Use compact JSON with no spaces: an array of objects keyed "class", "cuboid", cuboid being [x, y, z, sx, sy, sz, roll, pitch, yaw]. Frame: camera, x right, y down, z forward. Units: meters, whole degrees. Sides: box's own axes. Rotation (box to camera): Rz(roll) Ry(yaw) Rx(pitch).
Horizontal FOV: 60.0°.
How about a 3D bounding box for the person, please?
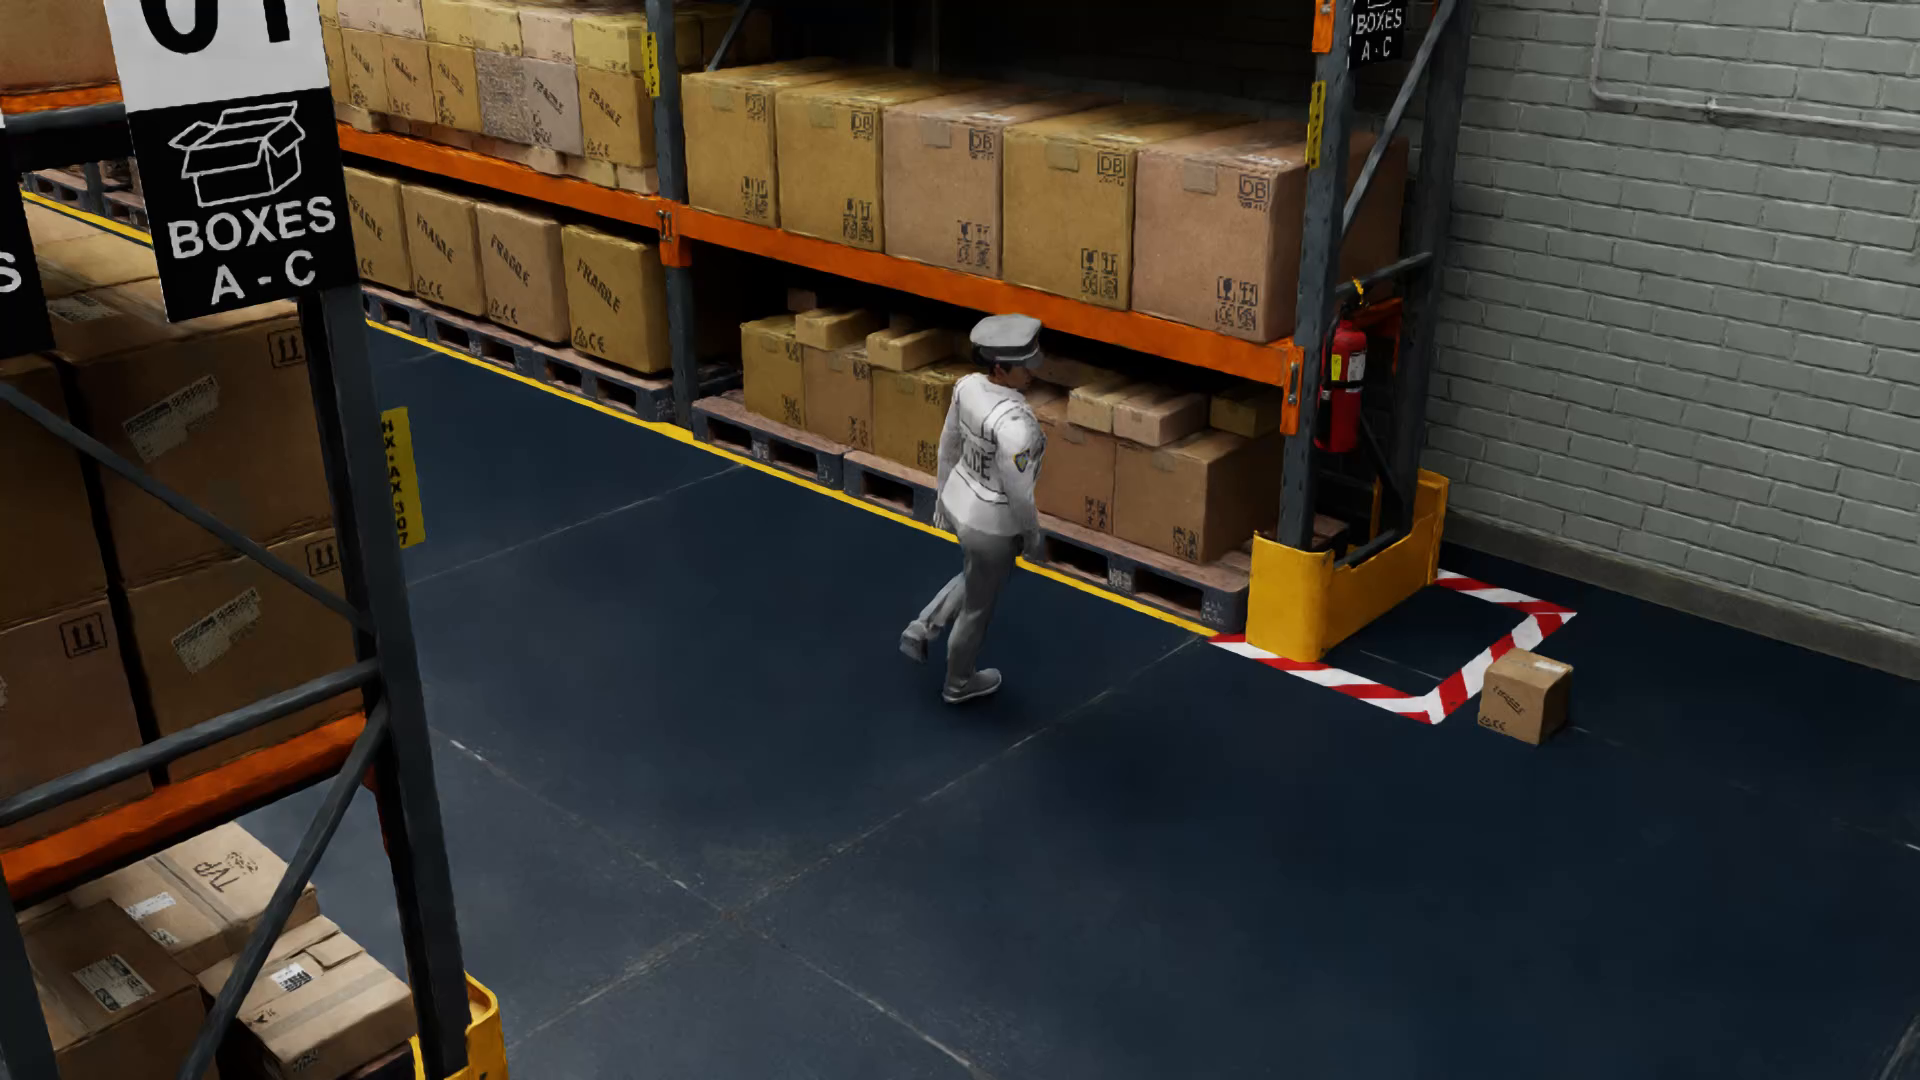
[{"class":"person","cuboid":[0.074,-0.086,6.284,0.455,1.631,0.665,-12,27,-24]}]
